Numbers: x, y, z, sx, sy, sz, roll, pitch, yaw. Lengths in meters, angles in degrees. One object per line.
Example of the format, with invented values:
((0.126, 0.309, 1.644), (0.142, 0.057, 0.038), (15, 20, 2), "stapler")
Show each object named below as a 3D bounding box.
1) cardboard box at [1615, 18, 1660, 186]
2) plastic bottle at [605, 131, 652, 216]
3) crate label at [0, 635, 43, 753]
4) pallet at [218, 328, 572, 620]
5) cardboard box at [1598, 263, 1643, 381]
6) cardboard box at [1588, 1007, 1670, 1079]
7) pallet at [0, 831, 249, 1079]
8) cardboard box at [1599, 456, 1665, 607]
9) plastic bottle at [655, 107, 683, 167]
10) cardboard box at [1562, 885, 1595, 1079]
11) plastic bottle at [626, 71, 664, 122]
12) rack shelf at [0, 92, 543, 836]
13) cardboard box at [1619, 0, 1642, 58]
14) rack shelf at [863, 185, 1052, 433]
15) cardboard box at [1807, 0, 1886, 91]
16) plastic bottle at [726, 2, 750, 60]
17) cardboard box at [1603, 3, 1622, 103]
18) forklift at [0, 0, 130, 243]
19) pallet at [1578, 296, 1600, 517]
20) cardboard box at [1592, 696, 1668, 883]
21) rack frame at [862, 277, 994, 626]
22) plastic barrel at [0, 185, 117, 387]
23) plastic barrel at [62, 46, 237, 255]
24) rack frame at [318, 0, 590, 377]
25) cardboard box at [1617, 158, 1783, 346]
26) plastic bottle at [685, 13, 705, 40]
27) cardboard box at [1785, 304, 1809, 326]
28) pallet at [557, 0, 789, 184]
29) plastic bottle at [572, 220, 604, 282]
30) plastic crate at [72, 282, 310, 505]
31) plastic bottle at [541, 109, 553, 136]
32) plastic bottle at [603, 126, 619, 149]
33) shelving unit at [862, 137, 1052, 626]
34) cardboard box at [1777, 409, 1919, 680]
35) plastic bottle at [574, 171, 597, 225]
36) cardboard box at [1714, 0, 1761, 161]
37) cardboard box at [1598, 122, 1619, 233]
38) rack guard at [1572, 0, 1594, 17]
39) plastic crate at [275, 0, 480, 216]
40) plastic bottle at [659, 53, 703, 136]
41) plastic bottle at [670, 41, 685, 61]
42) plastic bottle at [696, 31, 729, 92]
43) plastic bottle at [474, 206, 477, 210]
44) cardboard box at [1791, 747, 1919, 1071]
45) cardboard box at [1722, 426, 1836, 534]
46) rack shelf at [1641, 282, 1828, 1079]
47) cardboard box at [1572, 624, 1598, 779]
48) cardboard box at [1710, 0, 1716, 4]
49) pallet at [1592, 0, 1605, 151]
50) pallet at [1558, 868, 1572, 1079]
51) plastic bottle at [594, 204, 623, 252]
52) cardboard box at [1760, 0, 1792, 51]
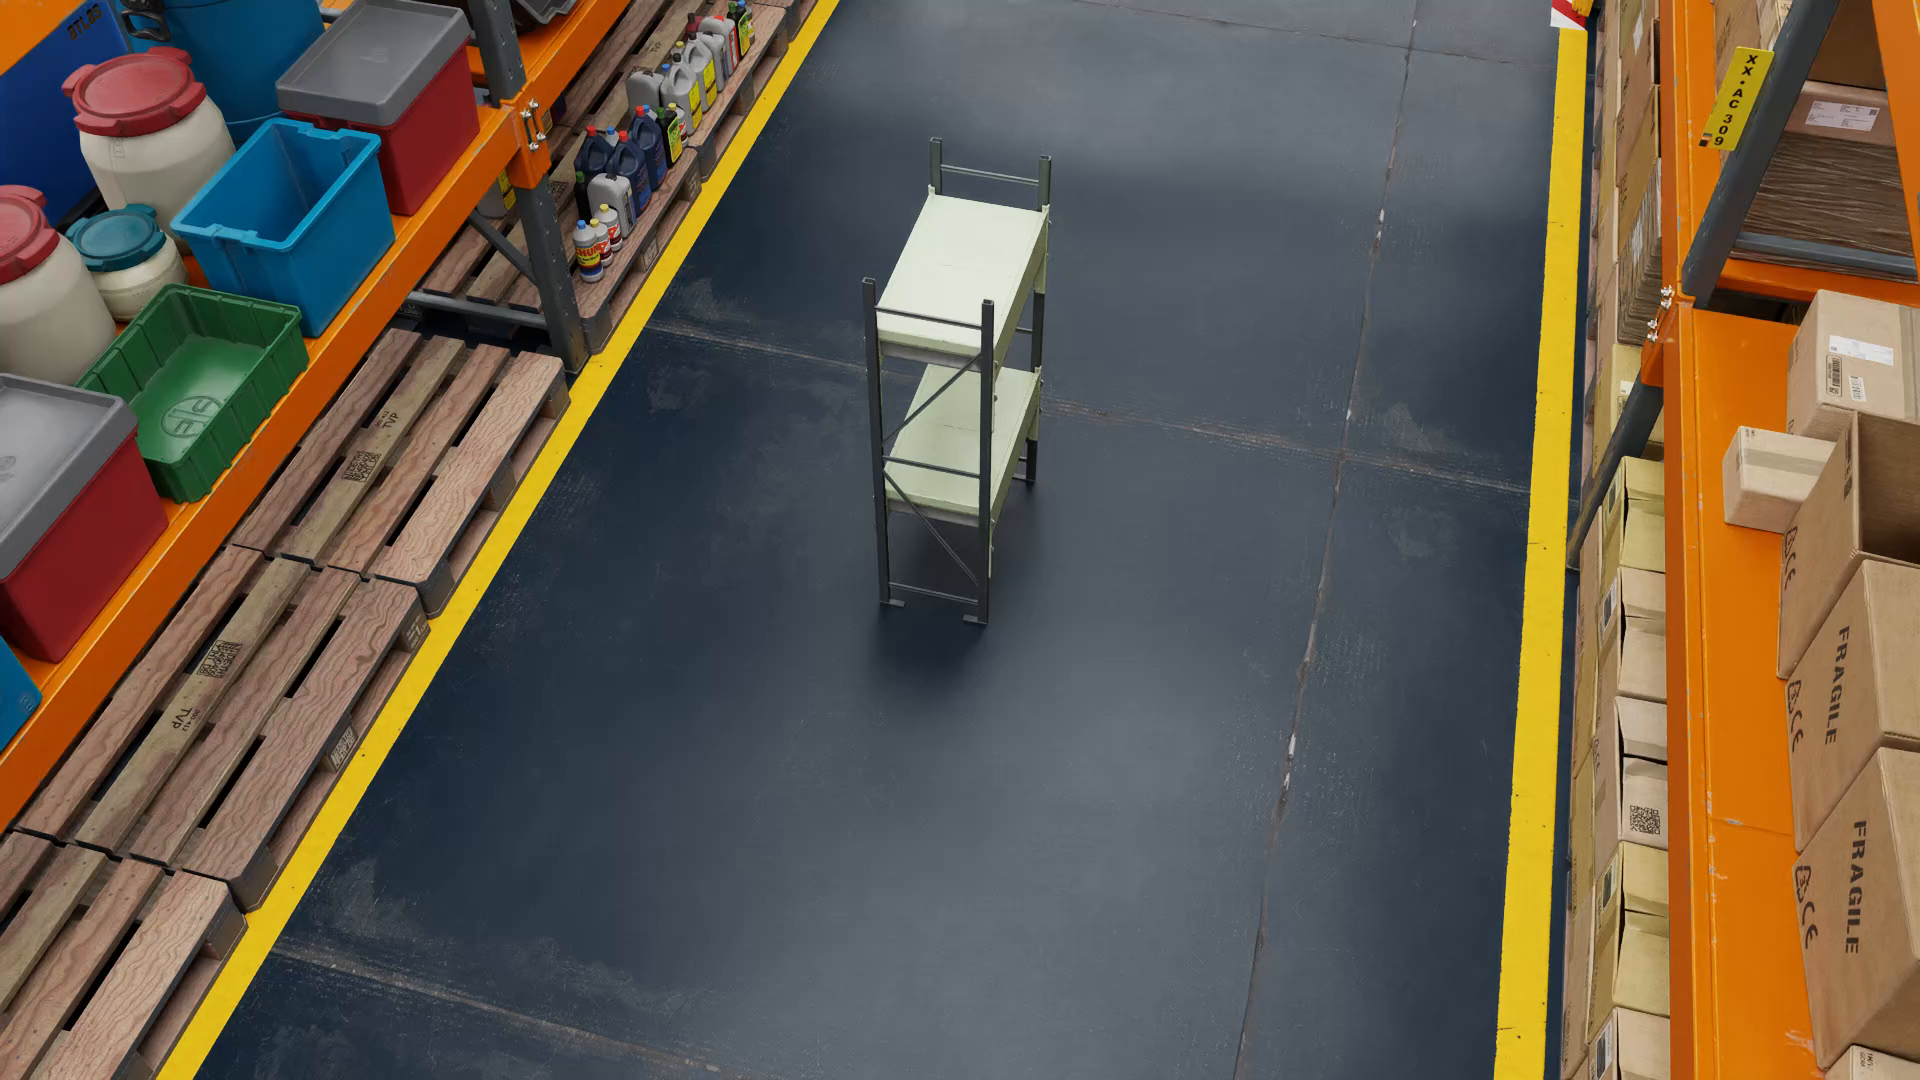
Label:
((3.038, -1.770, 6.866), (0.500, 0.500, 0.500), (12, 50, 10), "cardboard box")
((-1.427, -1.580, 7.117), (0.144, 0.351, 0.185), (13, 50, 11), "plastic bottle")
((-2.570, 0.408, 3.866), (0.502, 0.435, 0.616), (12, 50, 10), "crate label")
((-2.209, -0.310, 6.383), (1.003, 0.211, 1.213), (12, 50, 10), "pallet")
((2.790, -0.796, 6.506), (0.500, 0.250, 0.500), (12, 50, 10), "cardboard box")
((1.852, 1.481, 4.122), (0.500, 0.311, 0.500), (11, 50, 10), "cardboard box")
((-2.851, 1.455, 4.825), (1.003, 0.211, 1.213), (12, 50, 10), "pallet")
((2.389, 0.007, 5.423), (0.500, 0.311, 0.500), (12, 50, 10), "cardboard box")
((-1.294, -1.805, 7.361), (0.061, 0.283, 0.133), (14, 50, 12), "plastic bottle")
((1.989, 1.298, 4.658), (0.500, 0.250, 0.500), (12, 50, 11), "cardboard box")
((-1.415, -2.010, 7.546), (0.152, 0.276, 0.135), (12, 50, 10), "plastic bottle")
((-2.566, -0.124, 4.839), (1.077, 0.370, 4.000), (12, 50, 10), "rack shelf")
((3.305, -2.493, 7.503), (0.500, 0.500, 0.500), (12, 50, 10), "cardboard box")
((0.002, -0.759, 5.399), (0.431, 0.370, 0.720), (12, 50, 10), "rack shelf")
((2.849, -1.613, 4.741), (0.700, 0.500, 0.500), (12, 50, 10), "cardboard box")
((-1.061, -2.446, 7.926), (0.061, 0.283, 0.133), (13, 50, 11), "plastic bottle")
((3.307, -2.244, 7.784), (0.500, 0.250, 0.500), (12, 50, 10), "cardboard box")
((-4.488, -1.700, 5.796), (1.130, 2.935, 3.031), (12, 50, 10), "forklift")
((2.988, -0.473, 6.526), (1.003, 0.211, 1.213), (12, 50, 10), "pallet")
((2.117, 0.742, 4.774), (0.500, 0.311, 0.500), (10, 49, 9), "cardboard box")
((-0.095, -0.236, 5.458), (0.400, 1.500, 0.023), (12, 50, 10), "rack frame")
((-2.696, -0.674, 4.754), (0.433, 0.535, 0.433), (0, 49, 0), "plastic barrel")
((-2.503, -1.205, 5.222), (0.433, 0.535, 0.433), (0, 49, 0), "plastic barrel")
((-2.040, -1.809, 5.846), (1.000, 3.000, 0.127), (12, 50, 10), "rack frame")
((2.792, -1.044, 6.224), (0.500, 0.500, 0.500), (12, 50, 10), "cardboard box")
((-1.243, -2.377, 7.866), (0.061, 0.283, 0.133), (12, 50, 10), "plastic bottle")
((3.162, -0.579, 5.814), (0.500, 0.500, 0.500), (12, 50, 10), "cardboard box")
((-1.504, -2.249, 8.094), (1.003, 0.211, 1.213), (12, 50, 10), "pallet")
((-1.533, -1.195, 6.831), (0.097, 0.271, 0.097), (0, 49, 0), "plastic bottle")
((-2.226, -0.423, 4.764), (0.450, 0.188, 0.662), (12, 50, 10), "plastic crate")
((-1.907, -1.949, 7.488), (0.061, 0.283, 0.133), (12, 50, 10), "plastic bottle")
((-1.505, -1.682, 7.260), (0.097, 0.271, 0.097), (0, 49, 0), "plastic bottle")
((0.002, -0.501, 5.692), (0.431, 1.500, 0.755), (12, 50, 10), "shelving unit")
((2.381, 0.072, 4.119), (0.500, 0.500, 0.500), (15, 50, 13), "cardboard box")
((-1.577, -1.459, 7.055), (0.061, 0.283, 0.133), (12, 50, 10), "plastic bottle")
((2.981, -1.566, 5.565), (0.700, 0.500, 0.500), (11, 50, 10), "cardboard box")
((3.039, -1.522, 7.147), (0.500, 0.250, 0.500), (12, 50, 10), "cardboard box")
((3.797, -2.912, 8.487), (1.175, 0.500, 0.348), (12, 50, 10), "rack guard")
((-1.872, -1.419, 5.459), (0.402, 0.464, 0.583), (12, 50, 10), "plastic crate")
((-1.265, -2.024, 7.509), (0.144, 0.351, 0.185), (11, 50, 10), "plastic bottle")
((-1.302, -2.240, 7.800), (0.097, 0.201, 0.097), (0, 49, 0), "plastic bottle")
((-1.177, -2.254, 7.762), (0.152, 0.276, 0.135), (10, 49, 9), "plastic bottle")
((-2.148, -1.600, 7.135), (0.144, 0.351, 0.185), (10, 49, 9), "plastic bottle")
((2.111, 0.815, 3.463), (0.500, 0.500, 0.500), (9, 49, 8), "cardboard box")
((2.308, -0.145, 4.545), (0.380, 0.149, 0.250), (12, 50, 10), "cardboard box")
((2.212, 0.856, 3.973), (1.077, 0.370, 4.000), (12, 50, 10), "rack shelf")
((2.257, 0.555, 5.314), (0.500, 0.250, 0.500), (13, 50, 11), "cardboard box")
((3.251, -2.299, 6.212), (0.700, 0.500, 0.500), (13, 50, 11), "cardboard box")
((3.630, -2.238, 8.084), (1.003, 0.211, 1.213), (12, 50, 10), "pallet")
((2.263, 1.520, 4.768), (1.003, 0.211, 1.213), (12, 50, 10), "pallet")
((-1.479, -1.319, 6.987), (0.097, 0.201, 0.097), (0, 49, 0), "plastic bottle")
((2.670, -1.494, 5.068), (0.380, 0.149, 0.250), (11, 49, 9), "cardboard box")
